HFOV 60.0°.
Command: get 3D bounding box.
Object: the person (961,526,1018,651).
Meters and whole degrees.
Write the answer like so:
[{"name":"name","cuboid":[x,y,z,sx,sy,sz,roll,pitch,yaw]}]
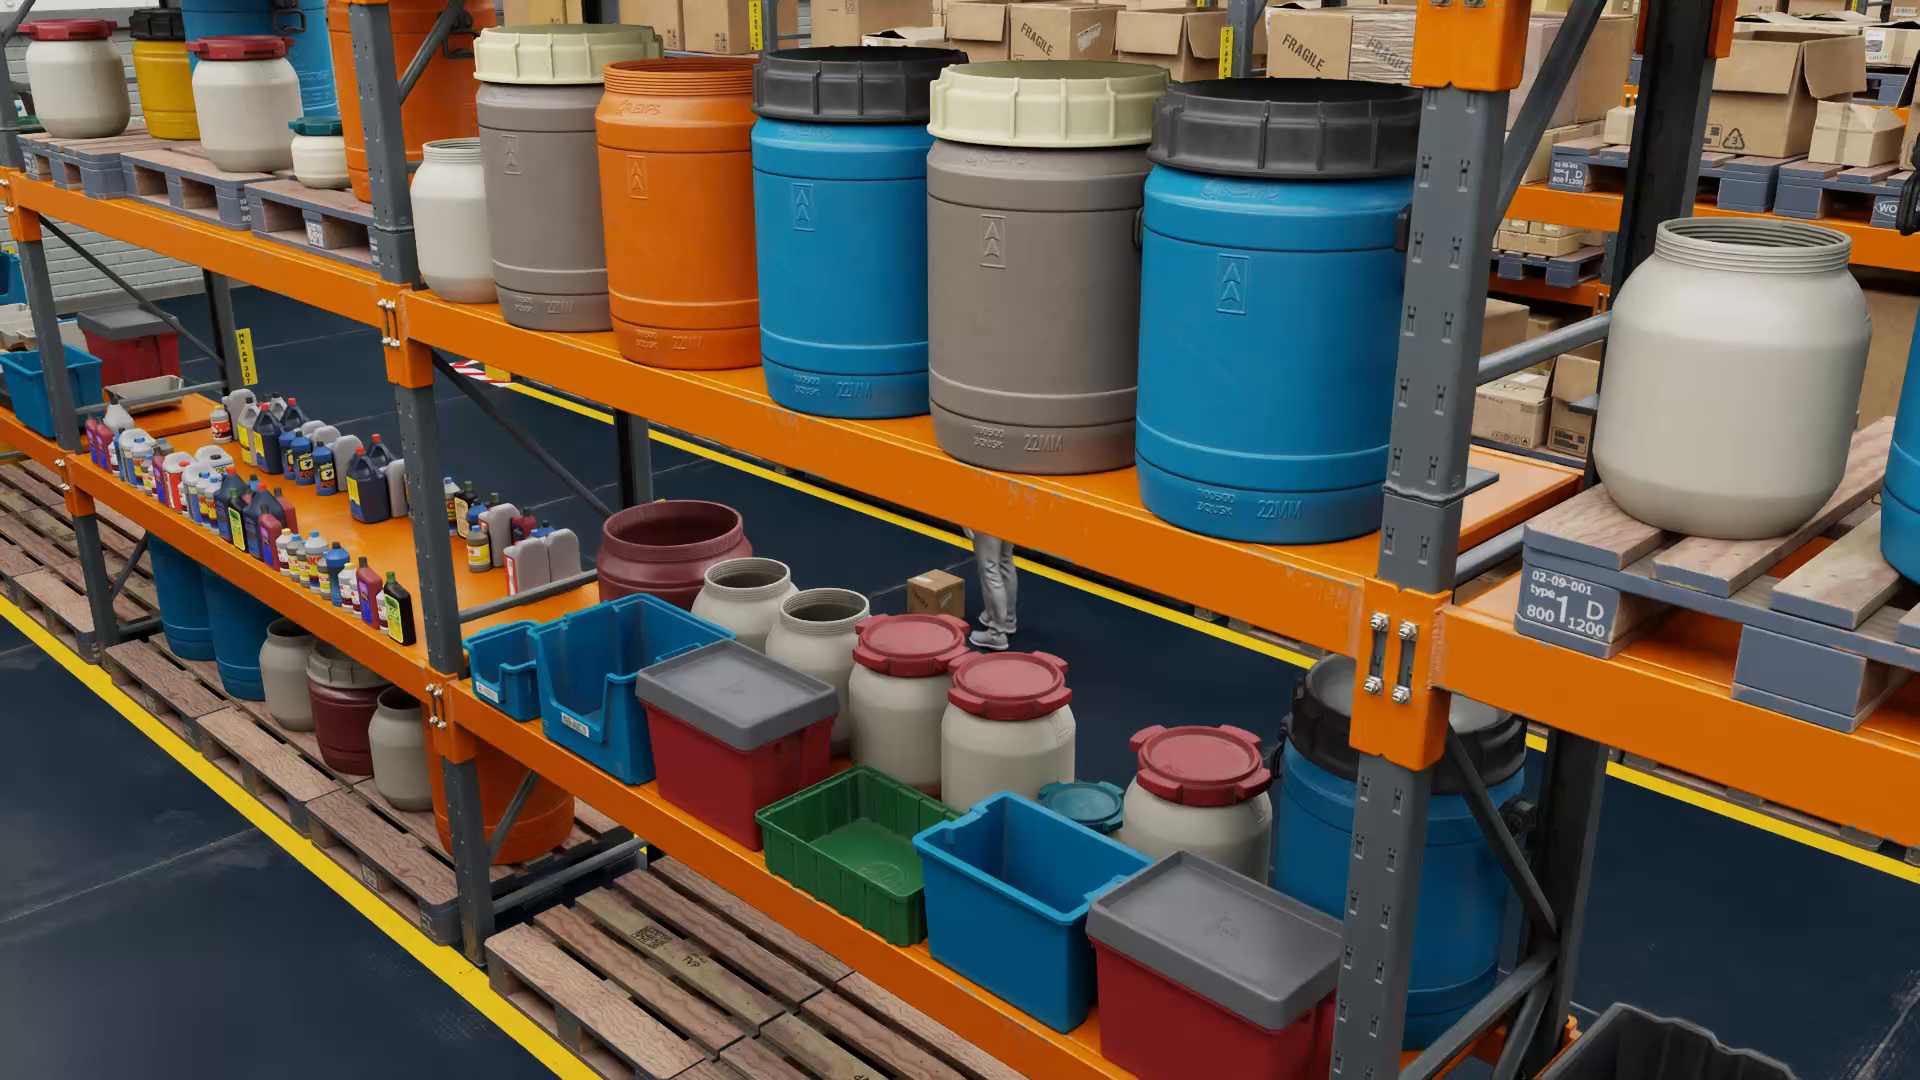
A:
[{"name":"person","cuboid":[0.174,-0.202,9.582,0.432,1.679,0.478,19,28,41]}]
